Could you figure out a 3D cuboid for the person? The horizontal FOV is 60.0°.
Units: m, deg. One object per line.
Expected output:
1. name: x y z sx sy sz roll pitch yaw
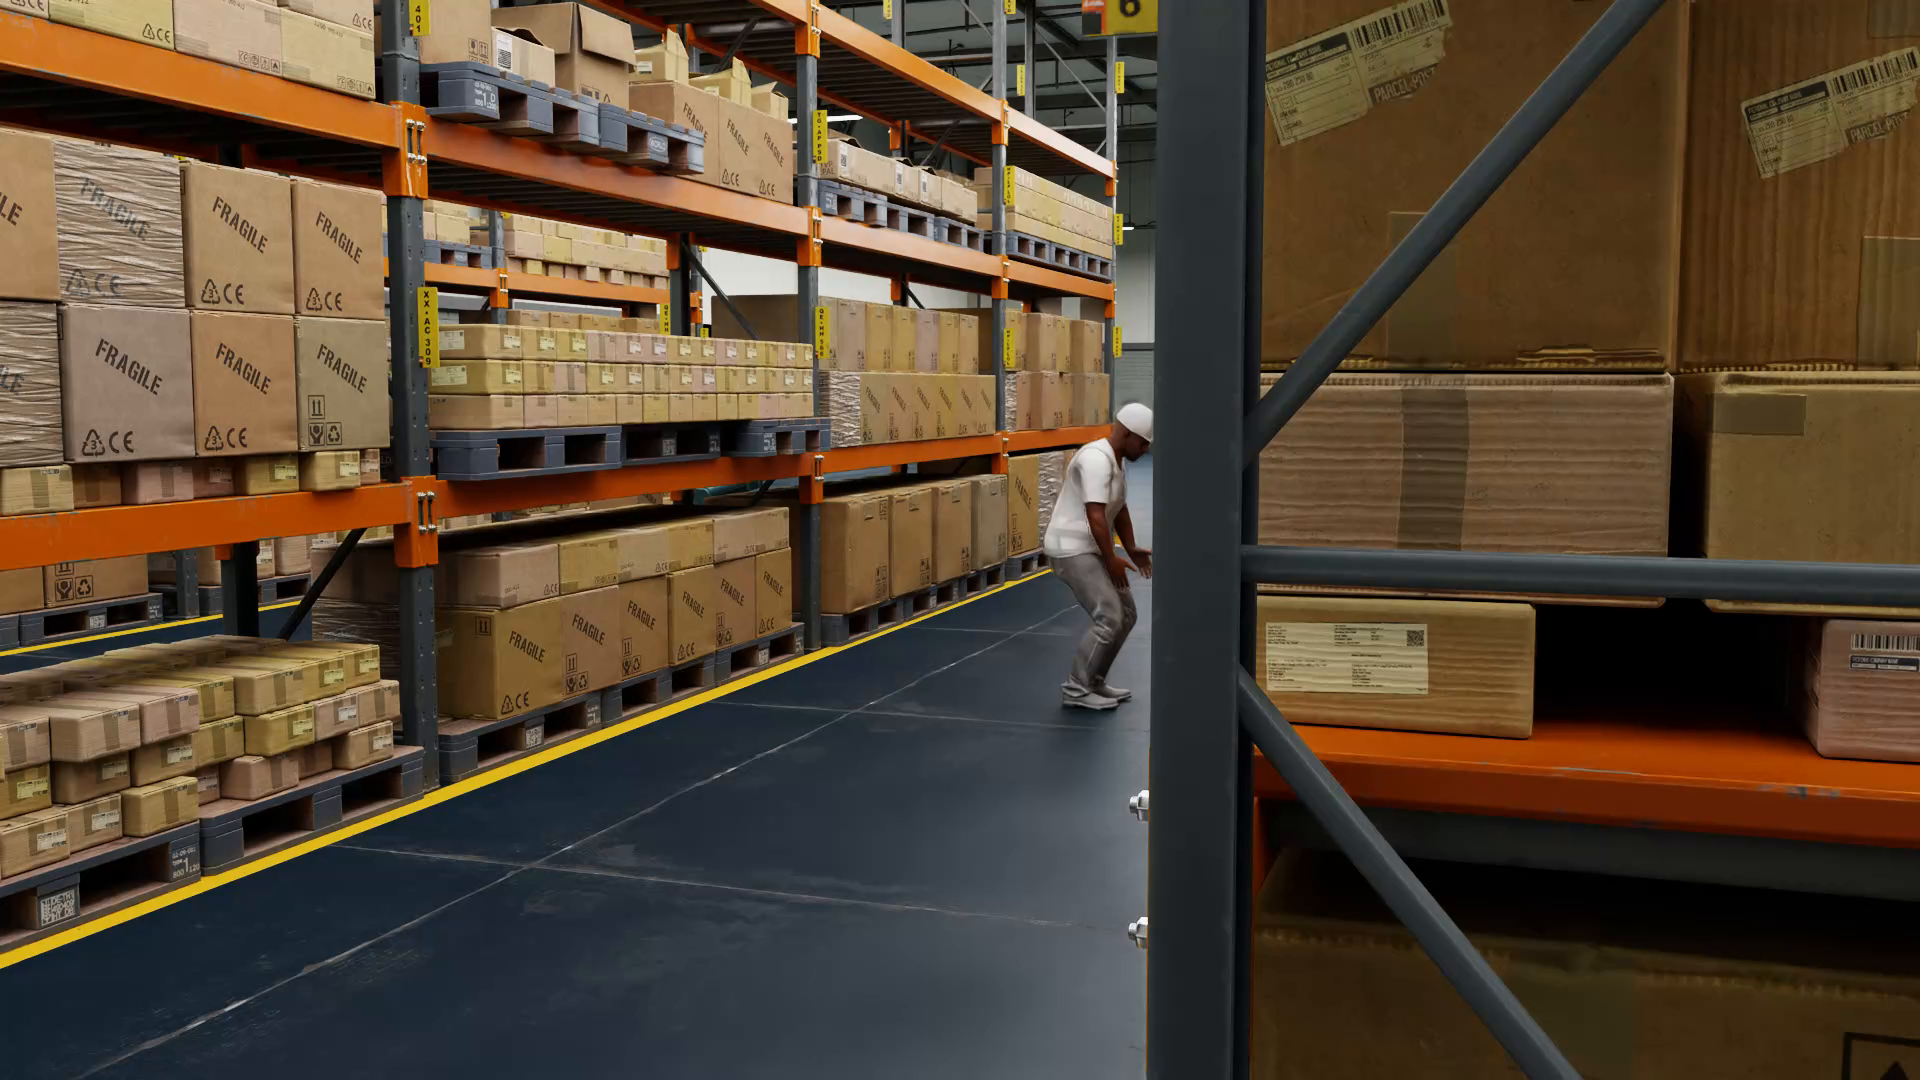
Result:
1. person: 0.771 0.075 8.902 0.599 1.613 0.616 2 5 19
